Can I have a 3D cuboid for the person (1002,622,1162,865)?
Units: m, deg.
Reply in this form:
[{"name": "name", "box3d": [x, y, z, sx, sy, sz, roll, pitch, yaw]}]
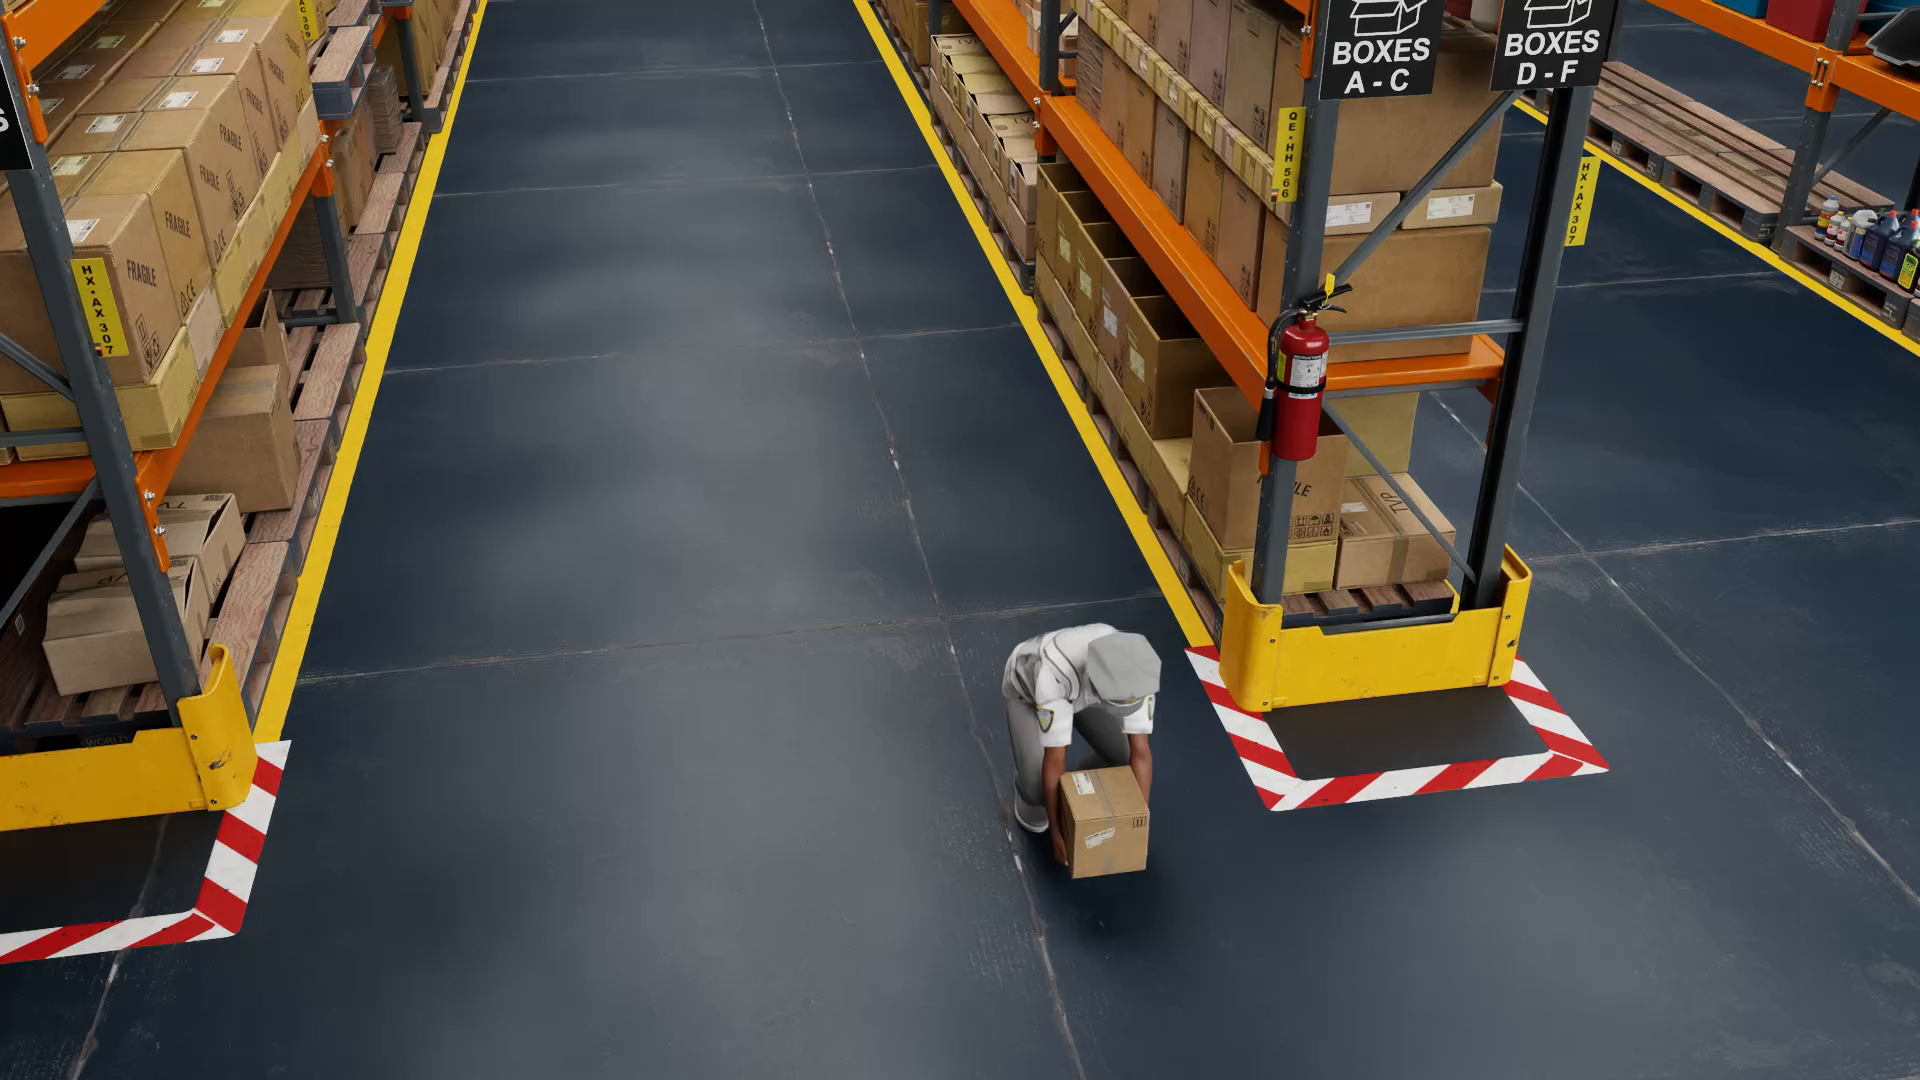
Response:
[{"name": "person", "box3d": [0.418, 0.635, 5.756, 0.462, 0.976, 0.860, -6, 31, -10]}]
